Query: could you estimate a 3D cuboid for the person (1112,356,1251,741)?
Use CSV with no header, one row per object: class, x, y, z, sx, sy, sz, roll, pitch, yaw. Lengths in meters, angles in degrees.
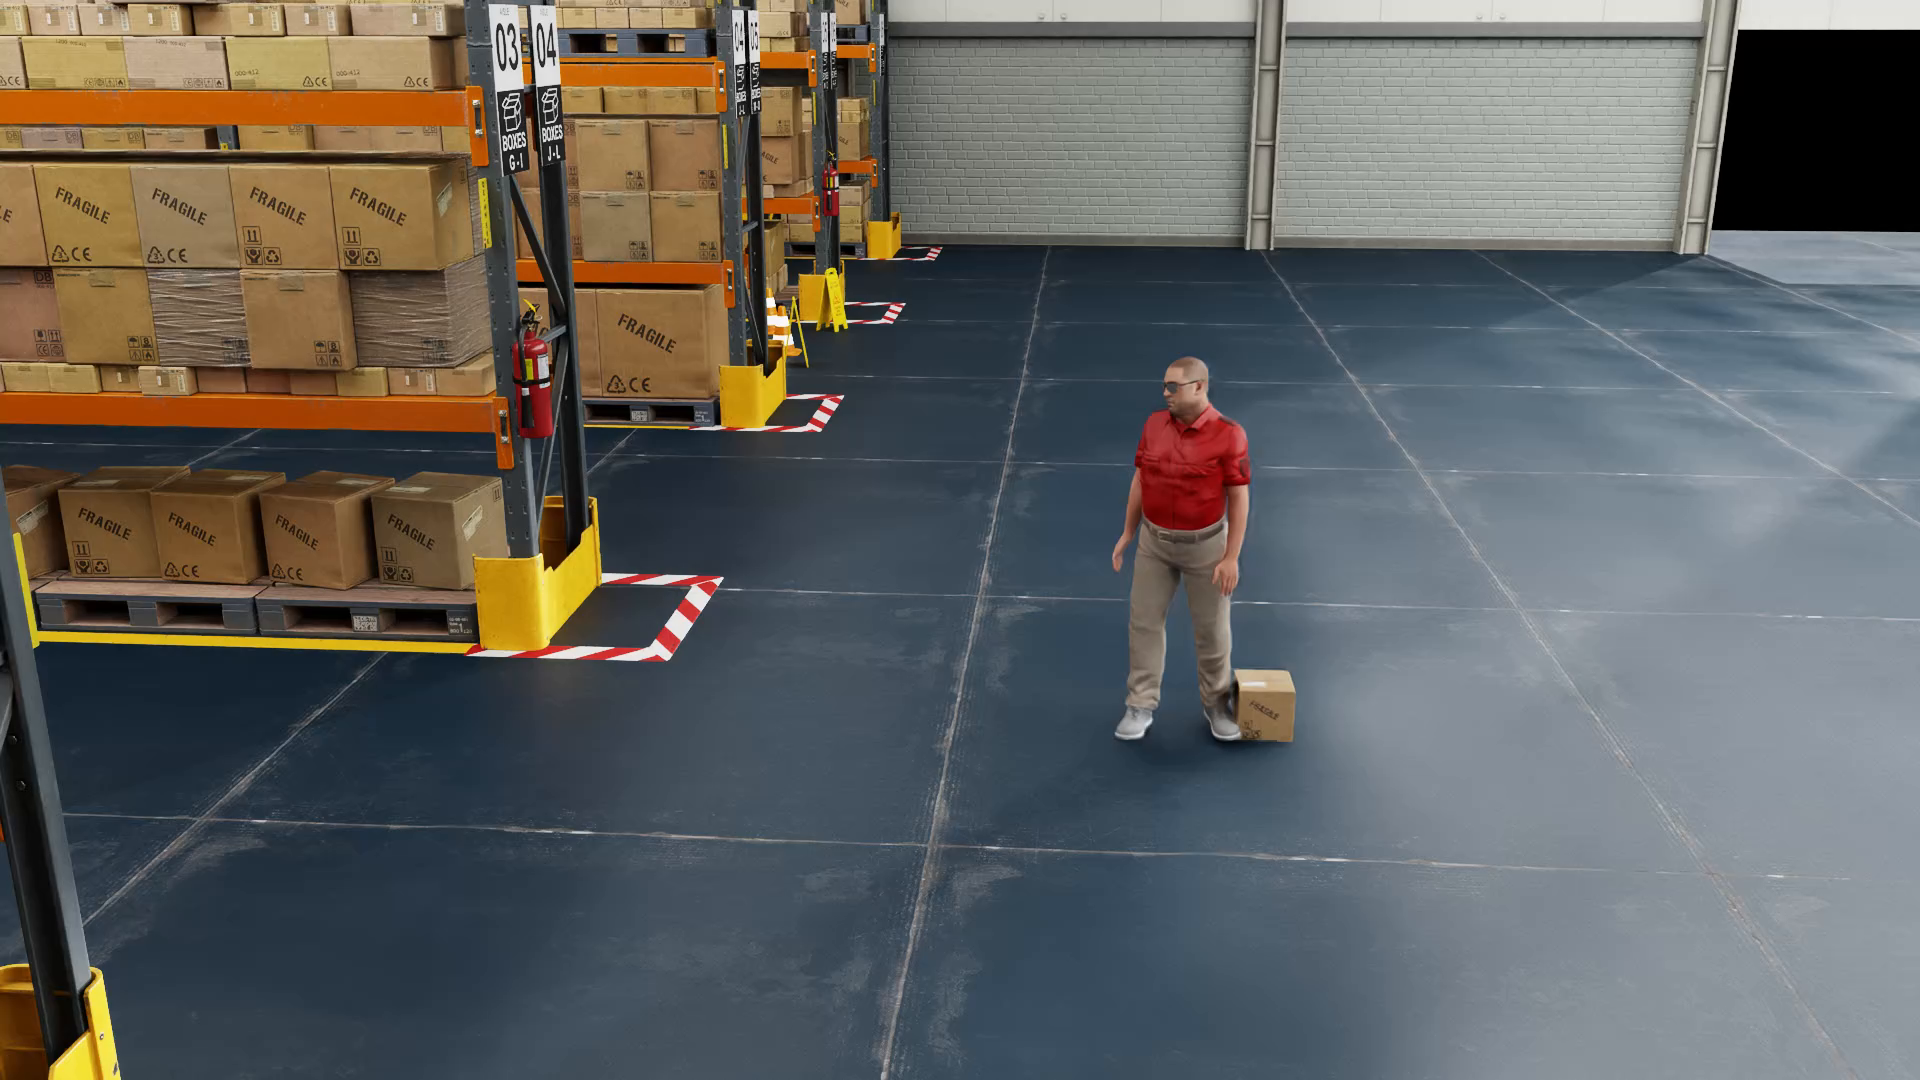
person,0.959,0.051,7.339,0.623,1.725,0.572,10,20,30
